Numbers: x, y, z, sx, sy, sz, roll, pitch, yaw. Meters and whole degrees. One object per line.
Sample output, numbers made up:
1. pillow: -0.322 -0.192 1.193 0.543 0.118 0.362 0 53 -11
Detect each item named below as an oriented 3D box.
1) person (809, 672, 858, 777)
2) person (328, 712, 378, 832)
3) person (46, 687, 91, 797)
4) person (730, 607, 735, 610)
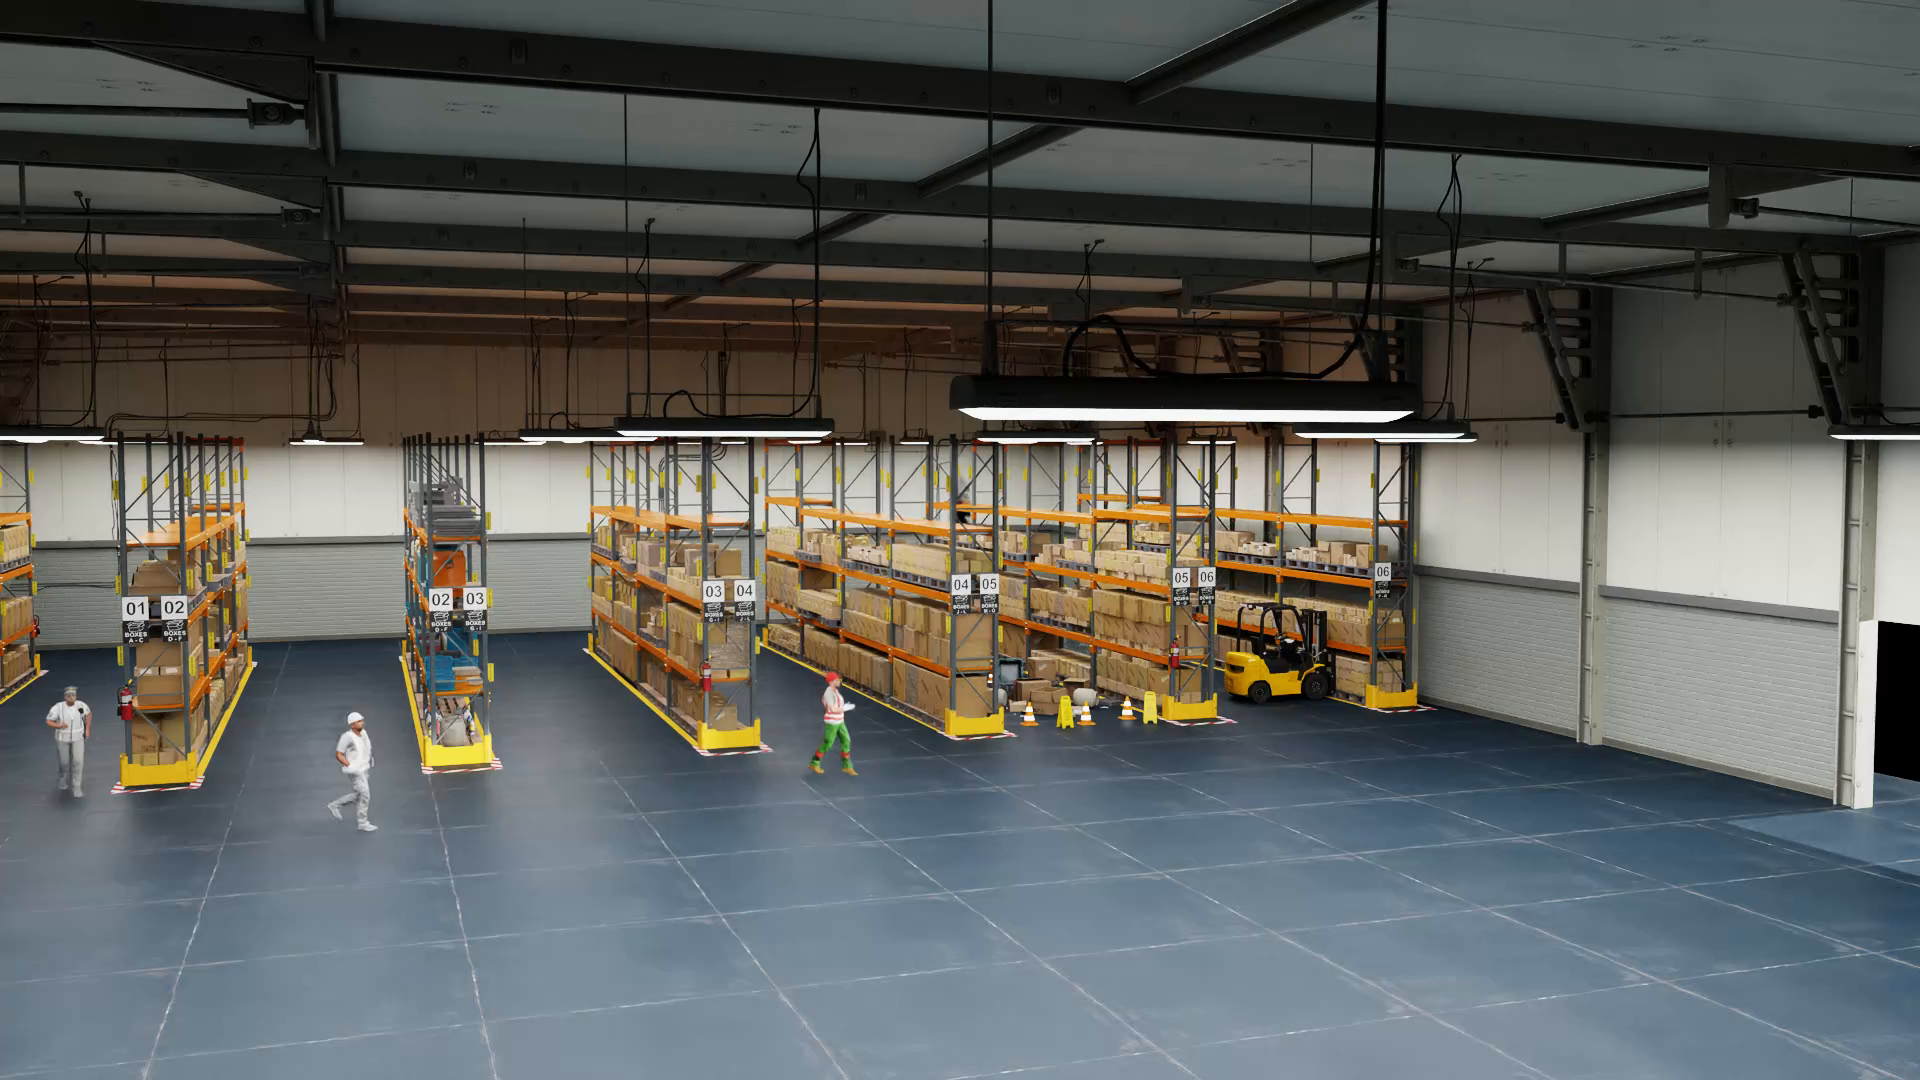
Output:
1. person: -2.205 3.207 28.904 0.862 1.835 0.653 1 3 11
2. person: -9.090 3.454 24.857 0.801 1.775 0.672 0 3 7
3. person: -14.766 3.307 27.584 0.691 1.791 0.955 -2 4 -35
4. person: -6.347 2.335 46.378 0.572 1.653 0.760 0 3 -7
